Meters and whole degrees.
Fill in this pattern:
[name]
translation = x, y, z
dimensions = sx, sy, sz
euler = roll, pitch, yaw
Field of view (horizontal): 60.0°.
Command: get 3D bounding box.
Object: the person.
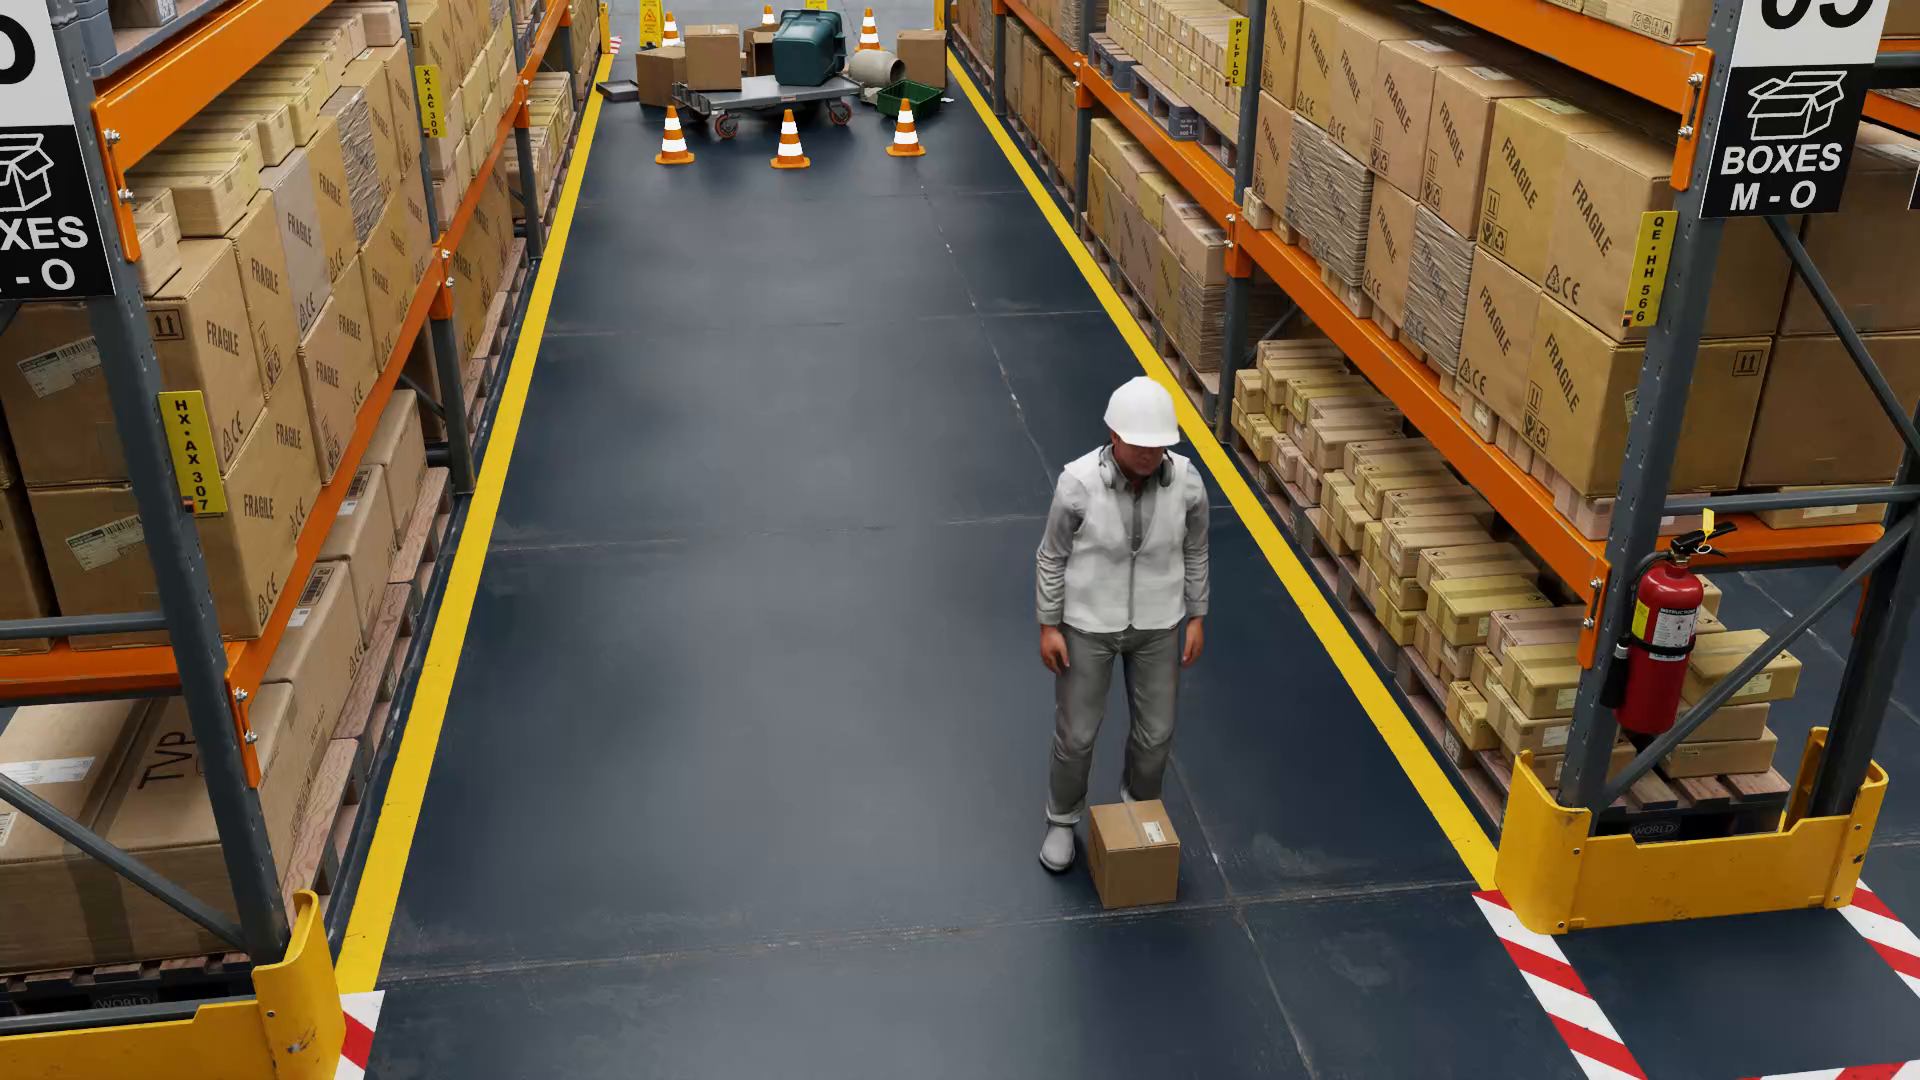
[person]
translation = 0.539, 0.277, 5.547
dimensions = 0.581, 1.769, 0.460
euler = -3, 27, -7
